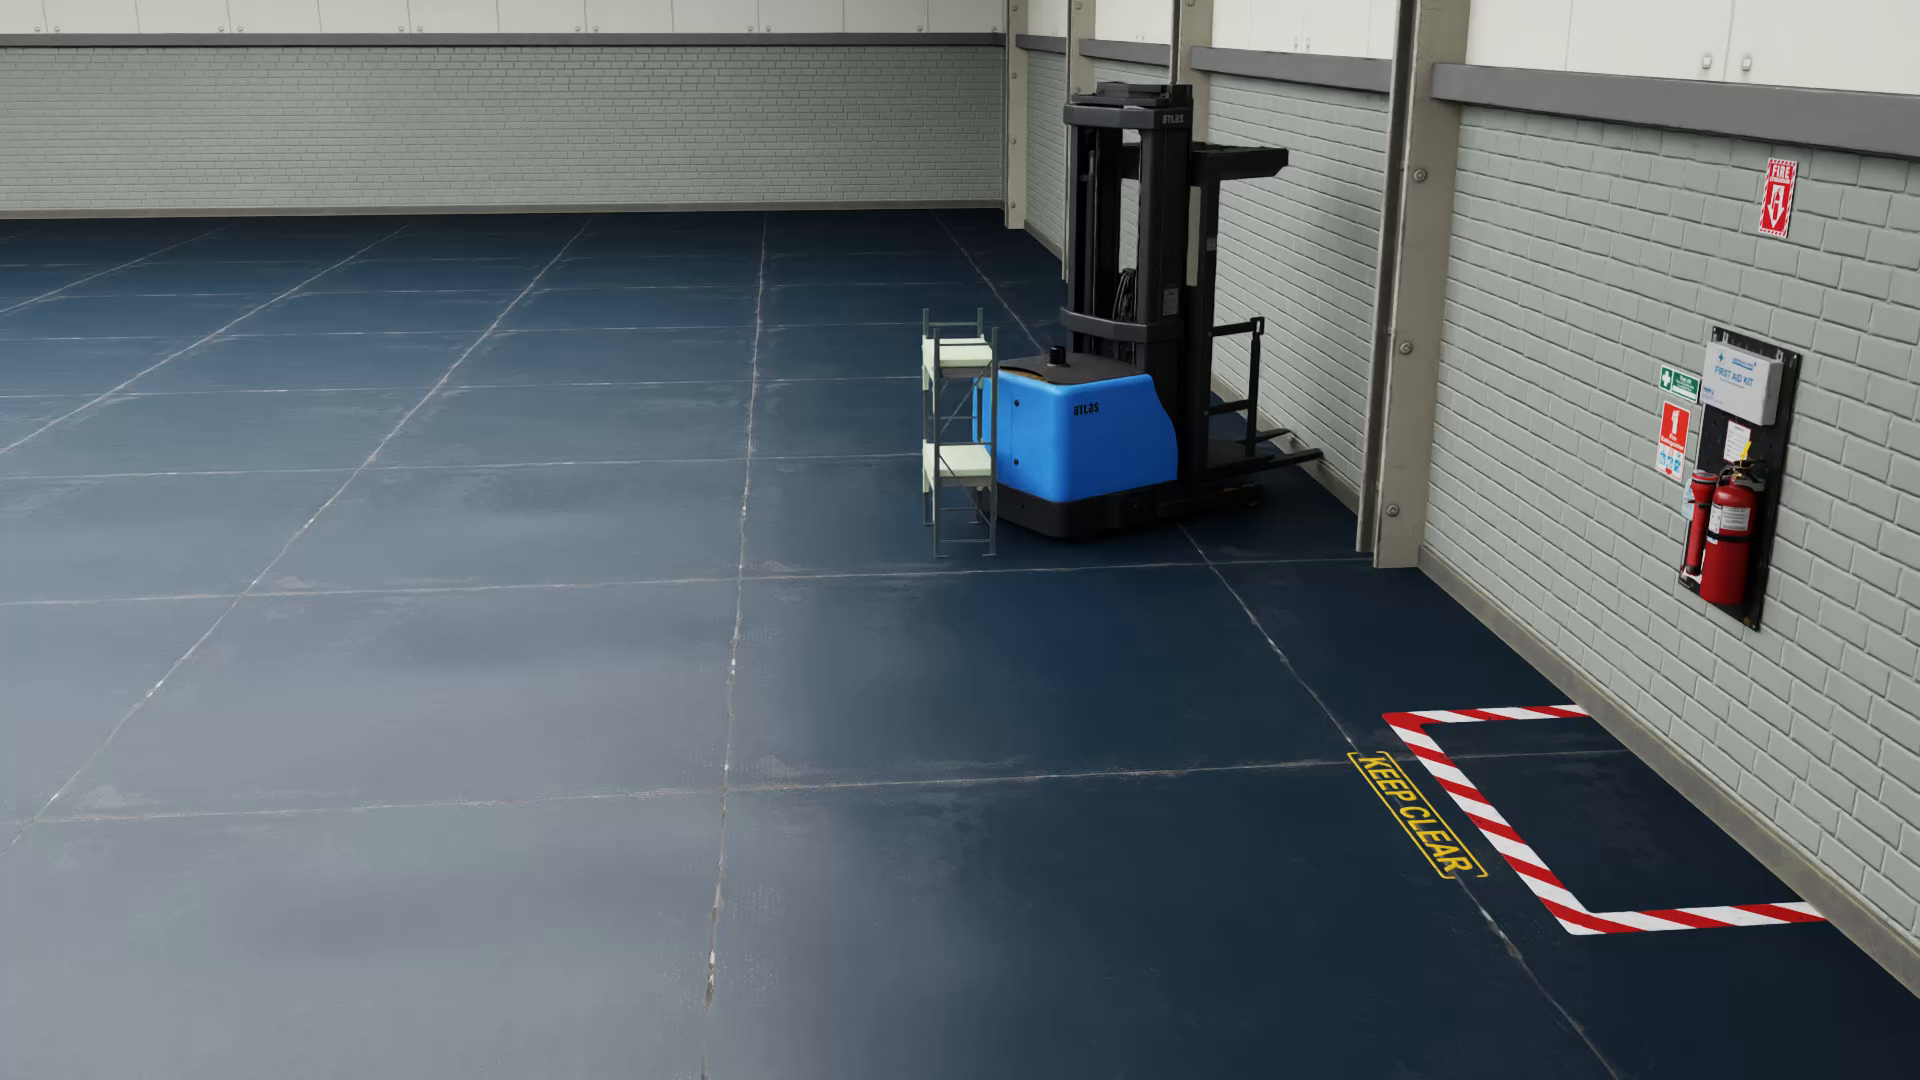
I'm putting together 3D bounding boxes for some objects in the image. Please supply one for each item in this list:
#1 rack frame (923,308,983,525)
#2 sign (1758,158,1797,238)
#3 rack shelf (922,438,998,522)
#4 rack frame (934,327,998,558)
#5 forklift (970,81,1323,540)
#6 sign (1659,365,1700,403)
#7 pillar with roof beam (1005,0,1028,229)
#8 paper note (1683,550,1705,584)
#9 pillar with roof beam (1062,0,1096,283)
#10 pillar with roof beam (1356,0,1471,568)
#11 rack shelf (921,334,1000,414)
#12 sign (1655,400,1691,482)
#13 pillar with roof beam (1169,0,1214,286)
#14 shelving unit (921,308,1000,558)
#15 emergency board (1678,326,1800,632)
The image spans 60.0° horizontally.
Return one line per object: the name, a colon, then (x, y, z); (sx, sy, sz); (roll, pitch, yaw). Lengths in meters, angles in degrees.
rack frame: (-0.047, -0.826, 11.299); (0.400, 1.500, 0.023); (-2, 18, -6)
sign: (3.285, -1.376, 6.683); (0.001, 0.298, 0.199); (-2, 18, -6)
rack shelf: (-0.008, -0.405, 11.050); (0.431, 0.370, 0.720); (-2, 18, -6)
rack frame: (0.035, -0.608, 10.605); (0.400, 1.500, 0.023); (-2, 18, -6)
forklift: (1.567, -1.723, 11.773); (3.031, 2.935, 1.130); (-12, 21, -34)
sign: (3.224, -0.701, 7.458); (0.001, 0.109, 0.331); (-2, 18, -6)
pillar with roof beam: (-3.354, -9.407, 26.118); (9.100, 9.000, 0.400); (-2, 18, -6)
paper note: (3.237, 0.101, 7.320); (0.016, 0.148, 0.142); (-2, 18, -6)
pillar with roof beam: (-2.735, -7.620, 20.424); (9.100, 9.000, 0.400); (-2, 18, -6)
pillar with roof beam: (-1.497, -4.044, 9.036); (9.100, 9.000, 0.400); (-2, 18, -6)
rack shelf: (-0.005, -1.089, 10.836); (0.431, 0.370, 0.720); (-2, 18, -6)
sign: (3.232, -0.450, 7.543); (0.001, 0.329, 0.234); (-2, 18, -6)
pillar with roof beam: (-2.116, -5.832, 14.730); (9.100, 9.000, 0.400); (-2, 18, -6)
shelving unit: (-0.006, -0.717, 10.952); (0.431, 1.500, 0.755); (-2, 18, -6)
emergency board: (3.187, -0.265, 7.013); (0.194, 1.169, 0.643); (-2, 18, -6)
